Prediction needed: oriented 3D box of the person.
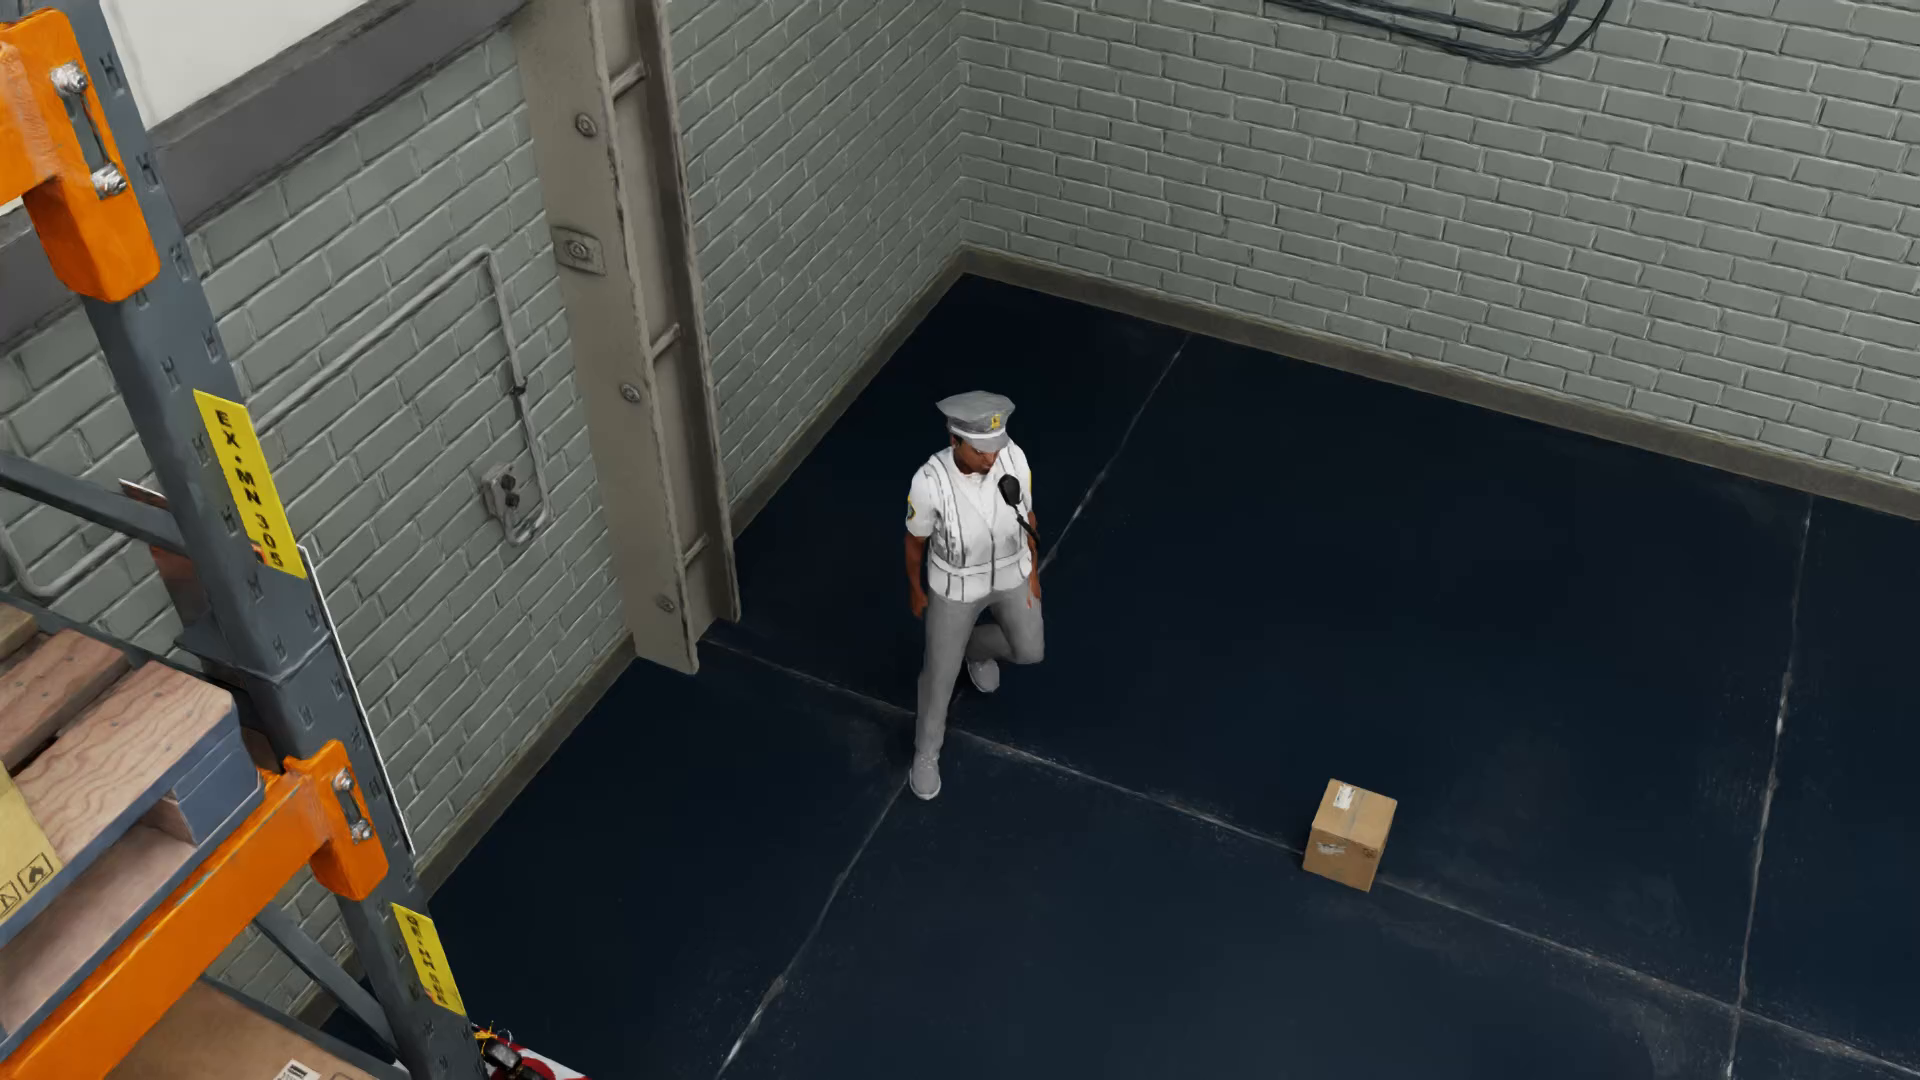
[{"bbox_3d":[0.006,0.140,5.976,0.582,1.669,0.541,-16,45,-17],"label":"person"}]
